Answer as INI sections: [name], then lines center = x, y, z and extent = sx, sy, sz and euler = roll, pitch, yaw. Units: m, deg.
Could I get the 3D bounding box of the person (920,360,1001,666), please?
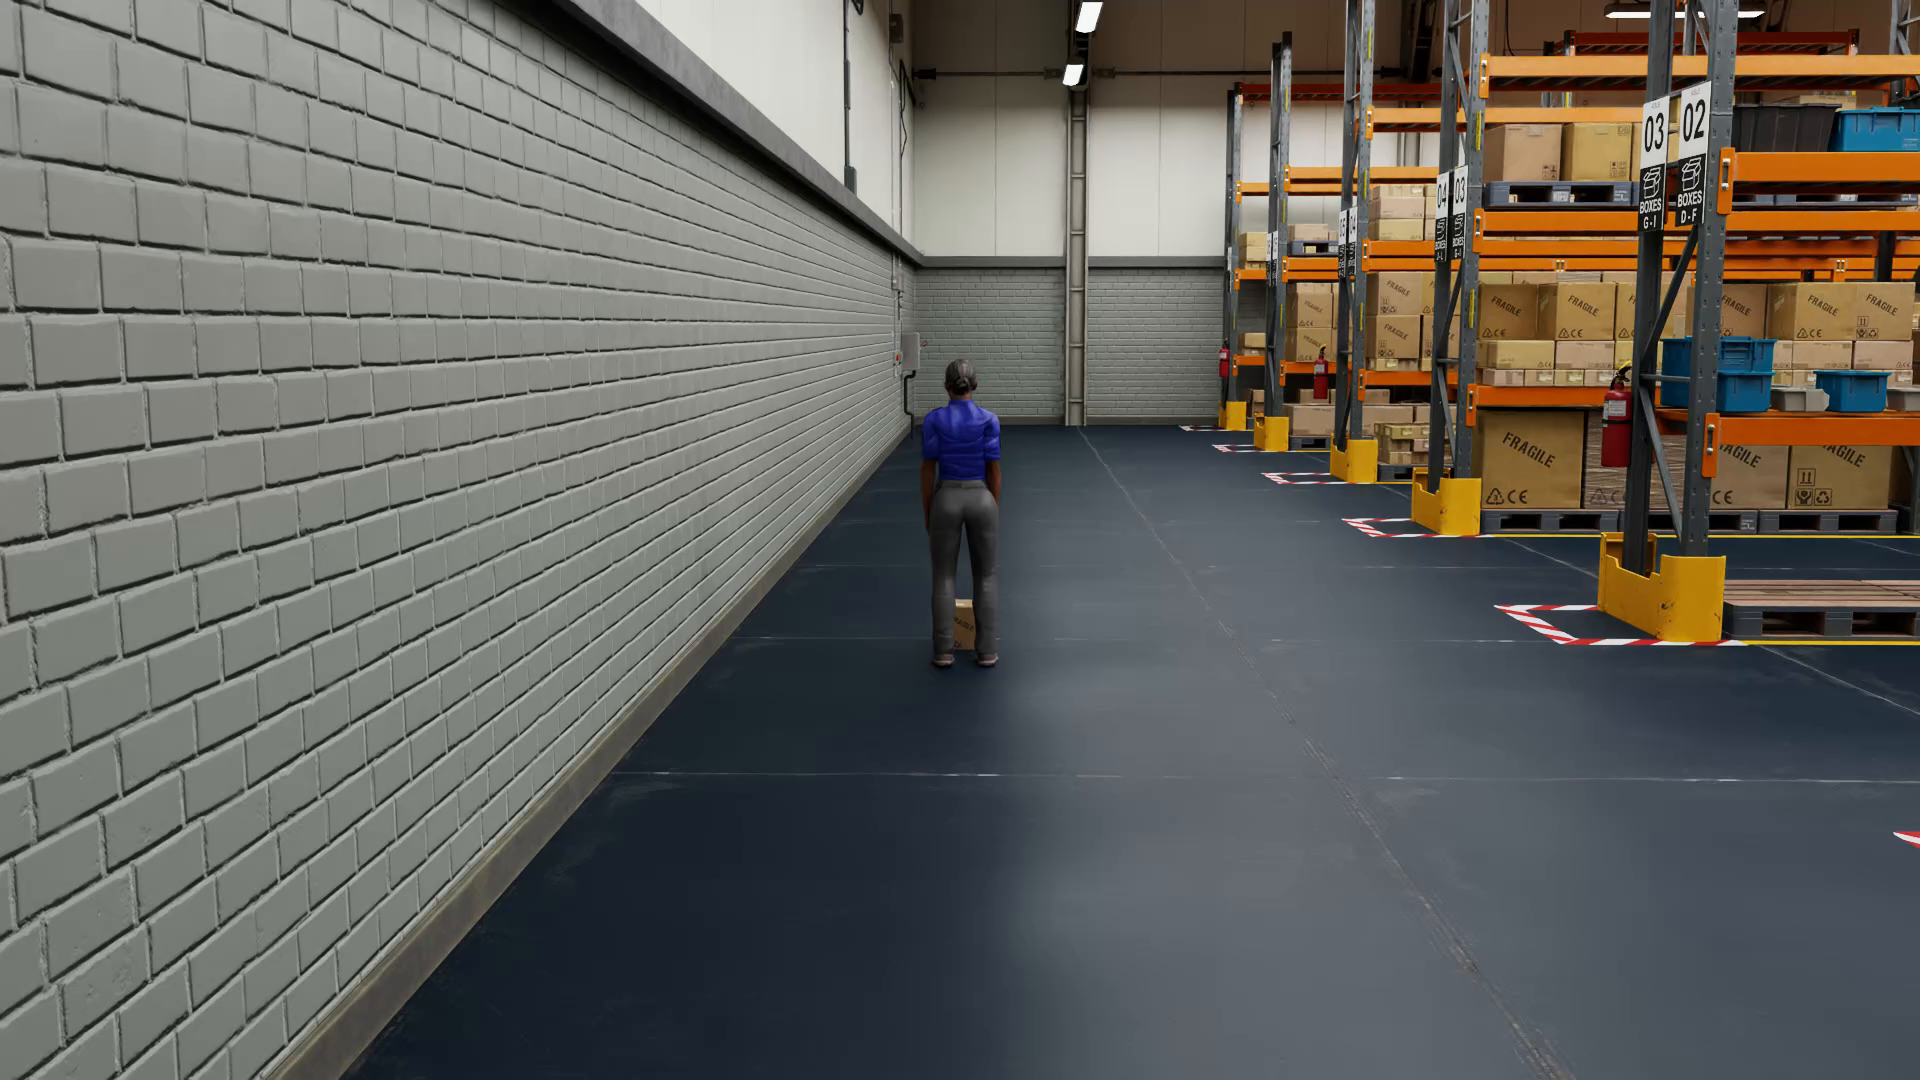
[person]
center = 0.003, -0.142, 8.984
extent = 0.439, 1.654, 0.305
euler = 0, 7, 2
